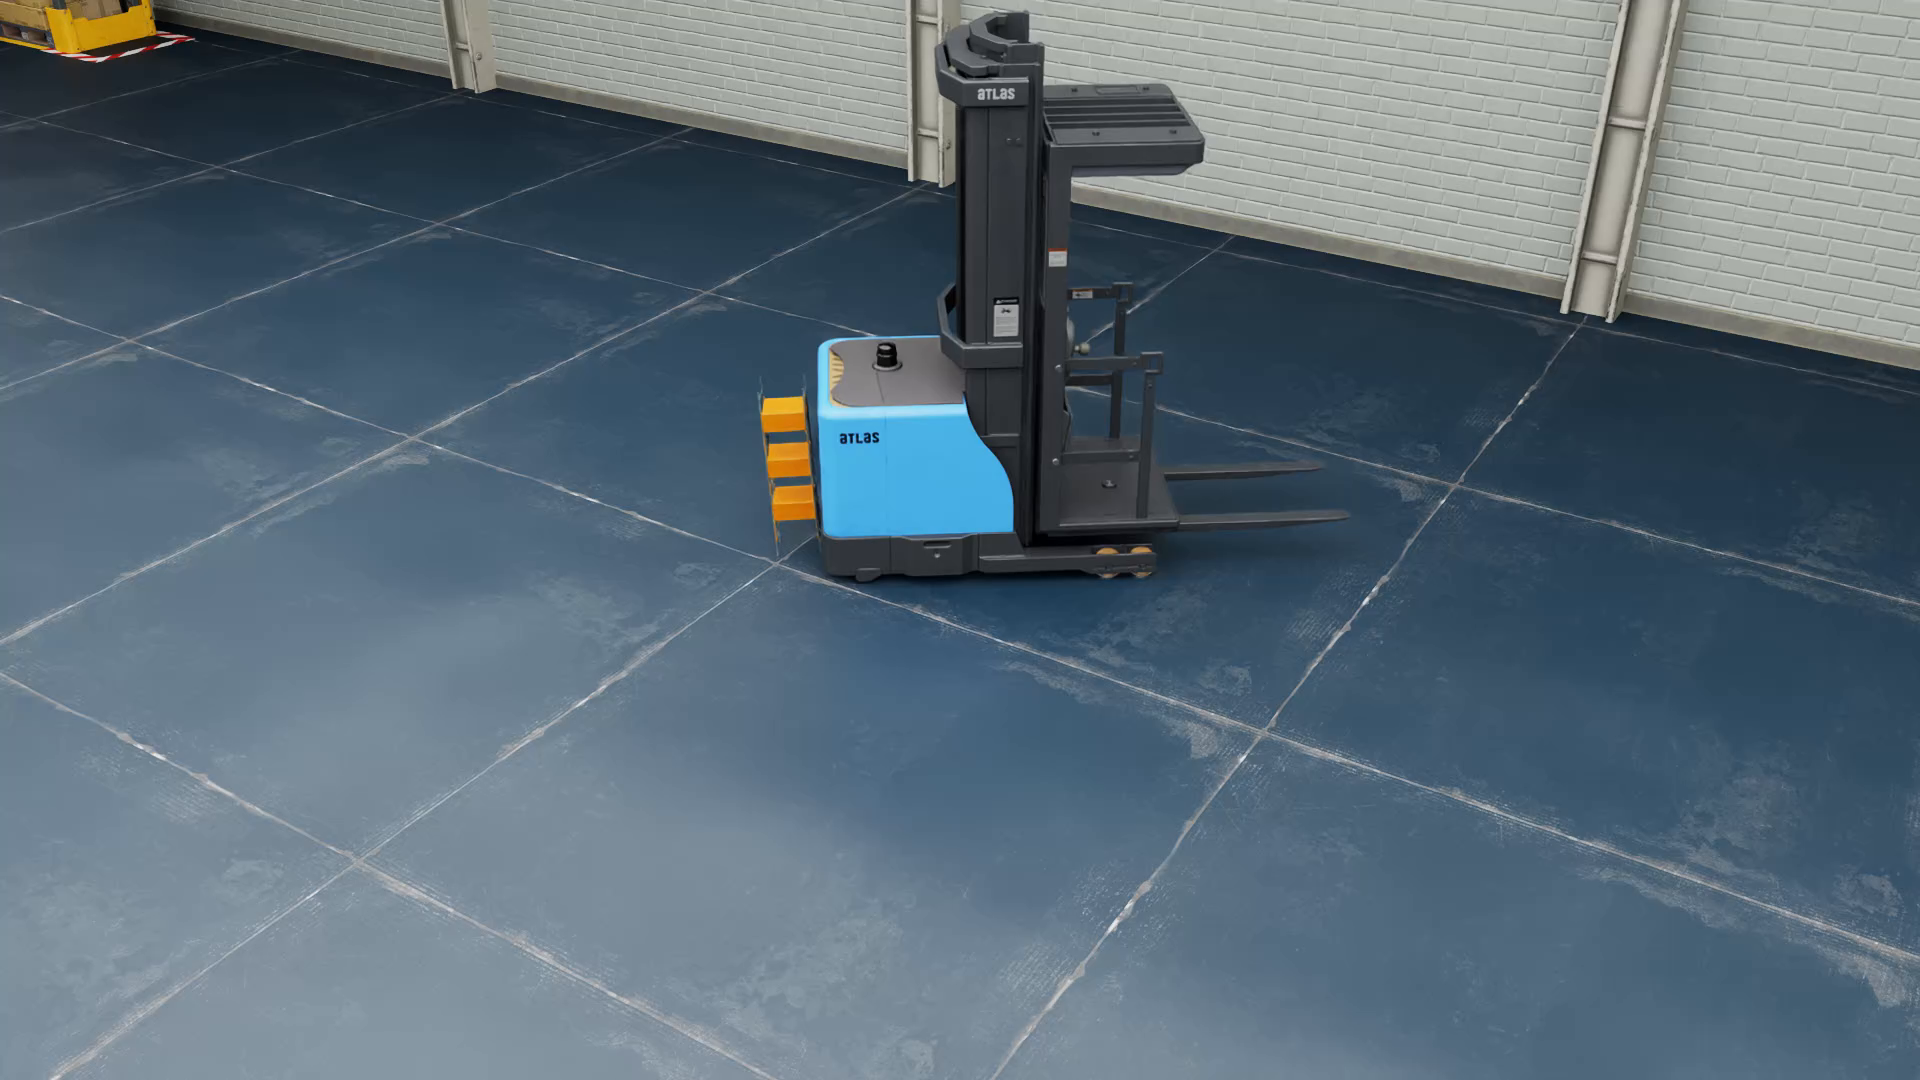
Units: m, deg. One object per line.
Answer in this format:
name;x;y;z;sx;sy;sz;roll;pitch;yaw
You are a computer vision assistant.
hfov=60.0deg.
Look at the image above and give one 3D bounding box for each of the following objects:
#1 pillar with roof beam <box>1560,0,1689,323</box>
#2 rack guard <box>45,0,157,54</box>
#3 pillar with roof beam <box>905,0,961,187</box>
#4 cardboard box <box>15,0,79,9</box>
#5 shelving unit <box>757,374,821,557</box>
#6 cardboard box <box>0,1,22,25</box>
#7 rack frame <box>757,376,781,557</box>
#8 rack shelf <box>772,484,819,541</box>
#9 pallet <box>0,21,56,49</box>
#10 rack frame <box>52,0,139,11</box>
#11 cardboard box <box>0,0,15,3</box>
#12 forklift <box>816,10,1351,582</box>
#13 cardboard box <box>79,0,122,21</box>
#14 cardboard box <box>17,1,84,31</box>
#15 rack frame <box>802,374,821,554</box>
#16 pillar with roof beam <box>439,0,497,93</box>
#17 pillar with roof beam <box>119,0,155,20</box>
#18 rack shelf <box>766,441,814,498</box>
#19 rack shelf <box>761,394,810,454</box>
pillar with roof beam;2.555;-3.806;7.344;0.400;9.000;9.100;18;35;27
rack guard;-10.271;-6.217;19.910;0.348;0.500;1.175;18;35;27
pillar with roof beam;-2.527;-5.413;10.099;0.400;9.000;9.100;18;35;27
cardboard box;-10.870;-6.510;19.747;0.500;0.250;0.500;17;34;27
shelving unit;-0.957;-0.414;9.406;0.252;1.050;0.215;-3;30;0
cardboard box;-11.273;-6.425;20.098;0.500;0.250;0.500;18;35;27
rack frame;-1.079;-0.407;9.405;0.008;1.050;0.200;-3;30;0
rack shelf;-0.942;-0.165;9.551;0.240;0.259;0.215;-3;30;0
pallet;-10.961;-6.285;20.314;1.213;0.211;1.003;18;35;27
rack frame;-10.291;-7.303;19.291;0.127;3.000;1.000;18;35;27
cardboard box;-11.289;-6.648;19.985;0.500;0.250;0.500;17;34;27
forklift;0.710;-1.318;9.101;3.031;2.935;1.130;-2;30;-4
cardboard box;-10.603;-6.512;20.247;0.500;0.250;0.500;18;35;28
cardboard box;-10.857;-6.288;19.863;0.500;0.250;0.500;18;35;28
rack frame;-0.835;-0.421;9.406;0.008;1.050;0.200;-3;30;0
pillar with roof beam;-7.609;-7.021;12.854;0.400;9.000;9.100;18;35;27
pillar with roof beam;-12.691;-8.628;15.609;0.400;9.000;9.100;18;35;27
rack shelf;-0.956;-0.405;9.411;0.240;0.259;0.215;-3;30;0
rack shelf;-0.970;-0.649;9.268;0.240;0.259;0.215;-3;30;0
